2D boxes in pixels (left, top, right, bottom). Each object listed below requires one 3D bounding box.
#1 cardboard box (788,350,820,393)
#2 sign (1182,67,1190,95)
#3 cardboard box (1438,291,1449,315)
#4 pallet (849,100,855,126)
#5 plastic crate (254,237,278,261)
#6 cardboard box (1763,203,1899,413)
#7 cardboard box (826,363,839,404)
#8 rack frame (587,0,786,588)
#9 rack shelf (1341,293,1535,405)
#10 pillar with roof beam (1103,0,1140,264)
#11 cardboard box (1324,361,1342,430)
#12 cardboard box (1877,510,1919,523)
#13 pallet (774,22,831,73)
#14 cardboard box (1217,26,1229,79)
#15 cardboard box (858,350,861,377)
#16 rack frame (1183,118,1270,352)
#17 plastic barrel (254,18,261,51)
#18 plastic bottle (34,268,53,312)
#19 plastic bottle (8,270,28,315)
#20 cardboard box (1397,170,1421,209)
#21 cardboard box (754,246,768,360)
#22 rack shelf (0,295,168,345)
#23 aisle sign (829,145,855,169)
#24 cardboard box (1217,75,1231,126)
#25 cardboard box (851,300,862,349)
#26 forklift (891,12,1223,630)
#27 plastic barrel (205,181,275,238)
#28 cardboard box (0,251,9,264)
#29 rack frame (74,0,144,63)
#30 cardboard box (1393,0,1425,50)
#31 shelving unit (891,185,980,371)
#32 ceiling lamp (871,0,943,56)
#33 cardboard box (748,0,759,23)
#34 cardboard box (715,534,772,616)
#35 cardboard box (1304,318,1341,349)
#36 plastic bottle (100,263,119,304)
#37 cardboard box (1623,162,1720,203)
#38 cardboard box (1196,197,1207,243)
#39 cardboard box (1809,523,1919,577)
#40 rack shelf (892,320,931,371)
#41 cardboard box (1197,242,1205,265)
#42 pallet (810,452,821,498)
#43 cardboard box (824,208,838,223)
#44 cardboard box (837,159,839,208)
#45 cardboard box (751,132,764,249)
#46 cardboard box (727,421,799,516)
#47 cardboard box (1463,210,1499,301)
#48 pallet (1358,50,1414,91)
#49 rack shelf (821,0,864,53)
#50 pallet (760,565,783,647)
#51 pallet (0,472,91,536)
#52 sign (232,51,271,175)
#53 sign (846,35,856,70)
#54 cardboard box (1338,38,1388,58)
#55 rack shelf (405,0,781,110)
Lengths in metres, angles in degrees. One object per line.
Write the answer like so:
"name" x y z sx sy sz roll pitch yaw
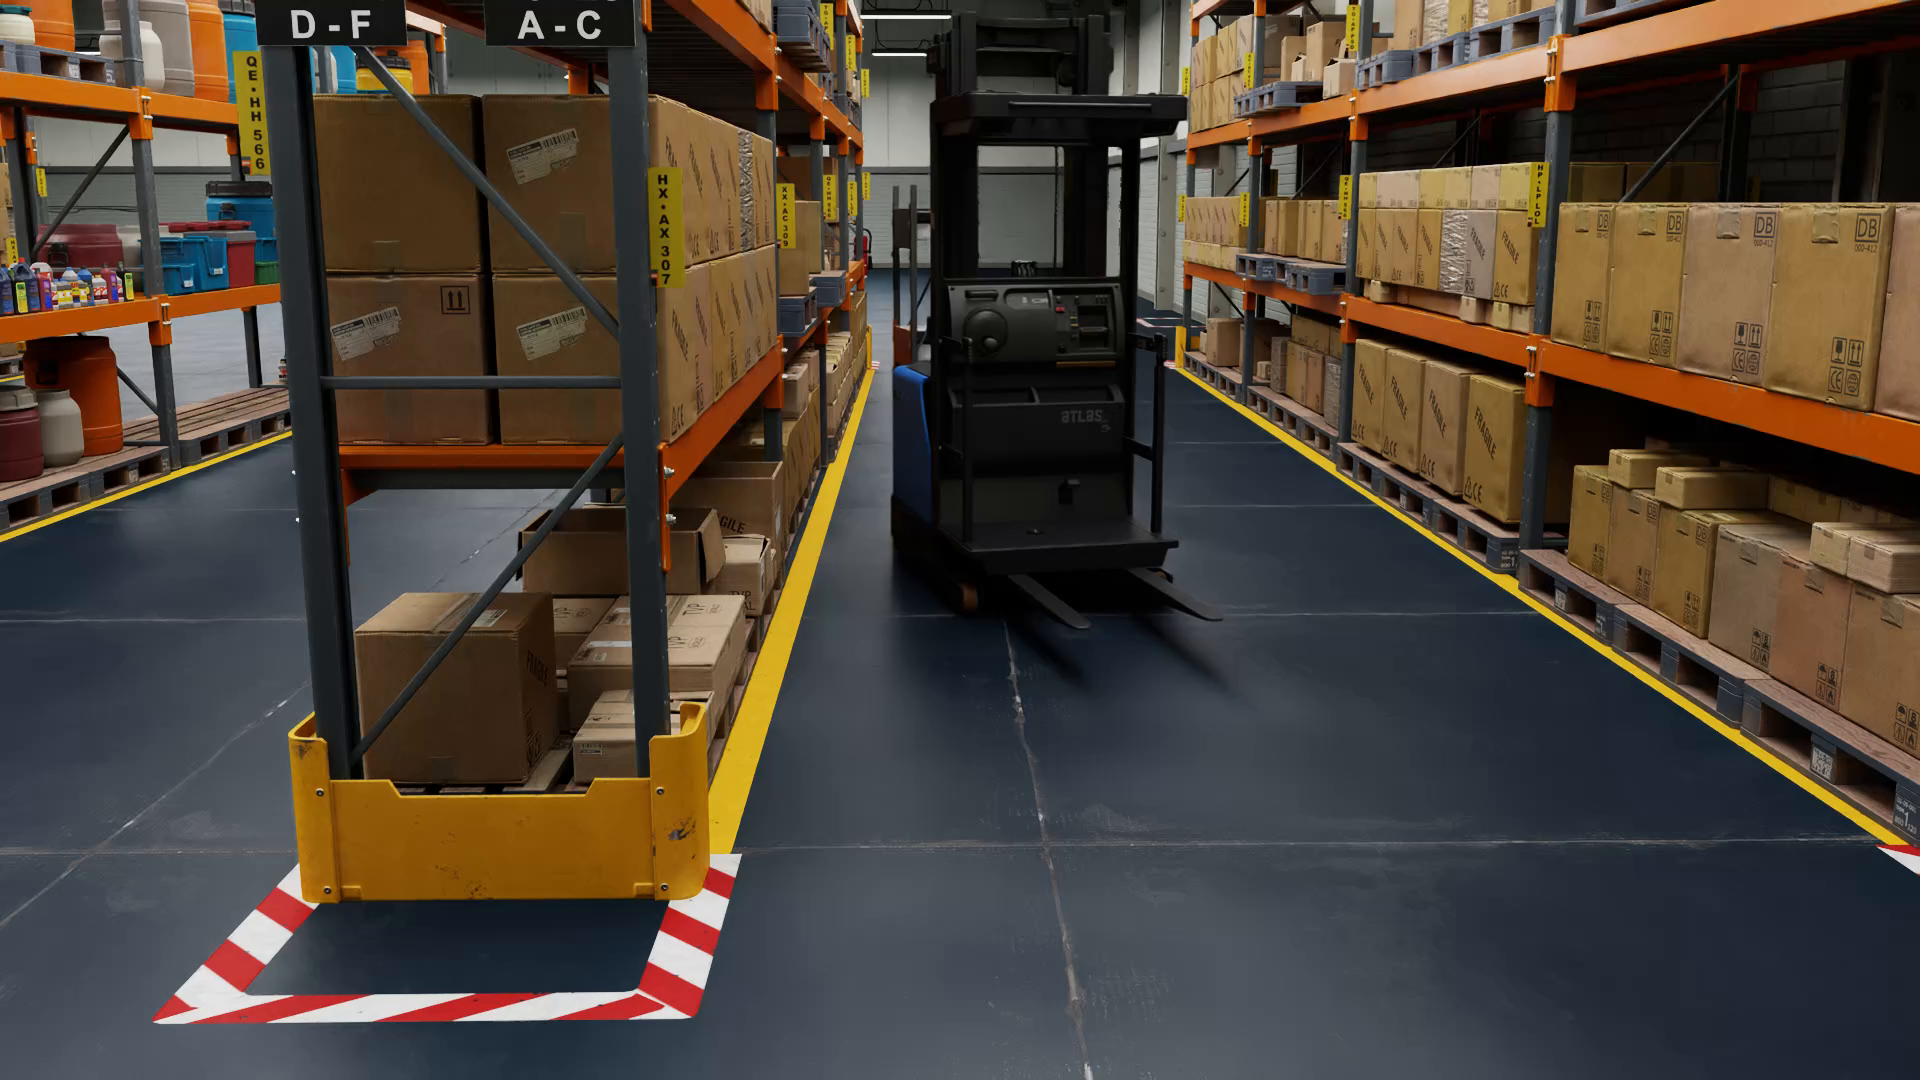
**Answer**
"cardboard box" -1.259 -1.185 11.651 0.500 0.250 0.500 0 11 1
"sign" 2.726 -5.531 20.034 0.100 0.325 0.005 0 11 -1
"cardboard box" 3.250 -1.507 10.527 0.380 0.149 0.250 0 11 1
"pallet" -1.667 -4.656 18.145 1.003 0.211 1.213 0 11 -1
"plastic crate" -6.220 -2.573 15.237 0.392 0.384 0.575 0 11 -1
"cardboard box" 3.553 -0.847 5.935 0.980 0.700 0.700 0 11 -2
"cardboard box" -1.236 -1.262 13.183 0.500 0.311 0.500 0 11 1
"rack frame" -1.436 -1.228 8.568 1.000 3.000 0.127 0 11 -1
"rack shelf" 3.475 -1.294 10.703 1.077 0.370 4.000 0 11 -1
"pillar with roof beam" -0.528 -9.999 36.715 9.100 9.000 0.548 0 11 -1
"cardboard box" 3.367 -1.178 13.501 0.700 0.500 0.500 0 11 0
"cardboard box" 3.671 -0.018 6.202 0.380 0.149 0.250 0 11 -1
"pallet" -1.404 -2.942 9.945 1.213 0.211 1.003 0 11 -1
"cardboard box" 3.027 -5.169 17.635 0.500 0.500 0.500 -1 11 -3
"cardboard box" -1.313 -1.869 17.589 0.500 0.250 0.500 0 11 -1
"rack frame" 3.269 -3.635 20.430 1.000 3.000 0.127 0 11 -1
"plastic barrel" -6.313 -4.284 14.827 0.600 0.901 0.600 0 11 0
"plastic bottle" -6.012 -1.641 10.895 0.061 0.283 0.133 0 11 -1
"plastic bottle" -6.006 -1.577 10.583 0.061 0.283 0.133 0 11 -1
"cardboard box" 3.212 -2.319 11.009 0.500 0.250 0.500 0 11 -1
"cardboard box" -1.157 -1.076 7.569 0.500 0.500 0.500 0 11 0
"rack shelf" -6.430 -1.254 10.503 1.077 0.370 4.000 0 11 -1
"aisle sign" -1.392 -4.902 20.138 0.394 0.787 0.004 0 11 -1
"cardboard box" 3.047 -4.678 17.728 0.500 0.500 0.500 -1 11 -3
"cardboard box" -1.319 -2.336 18.004 0.500 0.500 0.500 0 11 -1
"forklift" 0.449 -1.149 8.353 1.130 2.935 3.031 -3 12 -14
"plastic barrel" -6.849 -2.966 15.876 0.600 0.901 0.708 0 11 -1
"cardboard box" -11.315 -3.295 19.390 0.380 0.149 0.250 0 11 -1
"rack frame" -6.471 -4.944 11.794 1.000 3.000 0.127 0 11 -1
"cardboard box" 3.501 -3.685 11.775 0.700 0.500 0.500 -1 12 -6
"shelving unit" -0.152 -1.077 10.086 0.431 2.100 0.503 -3 12 -14
"ceiling lamp" -1.352 -14.475 44.093 2.000 3.185 0.800 0 11 -1
"cardboard box" -1.160 -2.430 7.324 0.500 0.250 0.500 0 11 -1
"cardboard box" -1.125 0.135 7.504 0.500 0.311 0.500 0 11 -1
"cardboard box" 3.410 -1.860 14.979 0.500 0.250 0.500 -1 11 -3
"plastic bottle" -6.031 -1.822 11.789 0.061 0.283 0.133 0 11 -1
"cardboard box" 3.768 -1.914 9.012 0.500 0.250 0.500 0 11 1
"cardboard box" 2.983 -3.641 18.904 0.500 0.500 0.500 -1 11 -3
"cardboard box" 3.294 0.033 5.952 0.380 0.149 0.250 0 11 0
"rack shelf" -0.152 -1.063 10.088 0.431 0.518 0.480 -3 12 -14
"cardboard box" 2.991 -3.268 18.951 0.500 0.250 0.500 0 11 -2
"pallet" -1.541 -0.508 12.033 1.003 0.211 1.213 0 11 -1
"cardboard box" -1.413 -3.239 16.600 0.380 0.149 0.250 0 11 -1
"cardboard box" -1.638 -3.791 17.688 0.700 0.500 0.500 0 11 -1
"cardboard box" -1.153 -1.566 7.467 0.500 0.500 0.500 0 11 -2
"cardboard box" -1.224 -0.422 9.774 0.500 0.500 0.500 0 11 0
"cardboard box" 3.235 -1.646 9.578 0.500 0.500 0.500 0 11 -1
"pallet" 3.500 -3.294 11.682 1.213 0.211 1.003 0 11 1
"rack shelf" -1.643 -5.607 17.881 1.077 0.370 4.000 0 11 -1
"pallet" -1.423 0.275 8.173 1.003 0.211 1.213 0 11 -1
"pallet" -6.391 -0.239 10.704 1.003 0.211 1.213 0 11 -1
"sign" -1.909 -1.157 4.511 0.100 0.325 0.005 0 11 -1
"sign" -1.059 -4.700 16.046 0.100 0.325 0.005 0 11 -1
"cardboard box" 3.500 -3.833 13.553 0.797 0.503 0.637 1 12 7
"rack shelf" -1.395 -1.948 6.382 1.077 0.370 4.000 0 11 -1
